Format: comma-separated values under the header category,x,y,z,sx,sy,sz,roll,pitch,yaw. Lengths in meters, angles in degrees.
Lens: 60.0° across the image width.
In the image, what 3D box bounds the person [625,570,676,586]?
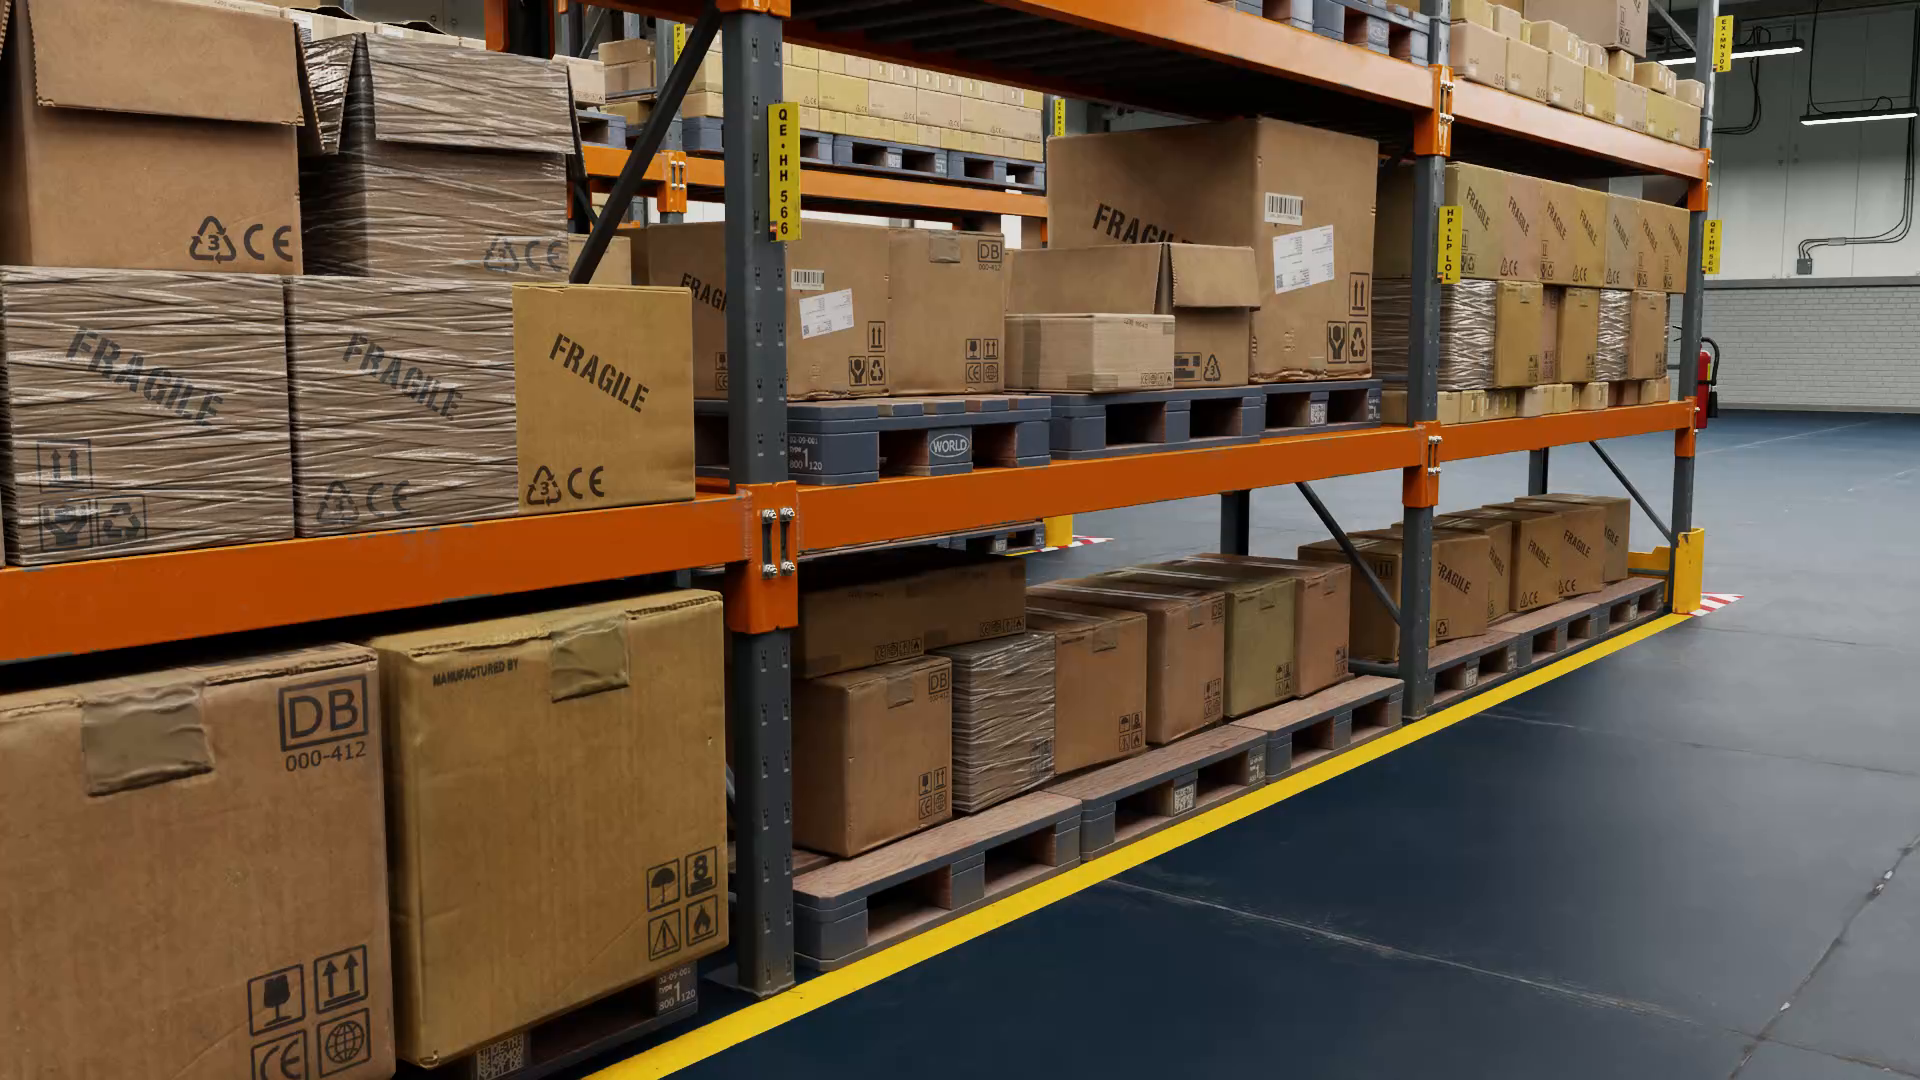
category,x,y,z,sx,sy,sz,roll,pitch,yaw
person,-1.533,-0.057,7.973,0.490,1.569,0.404,6,9,39
